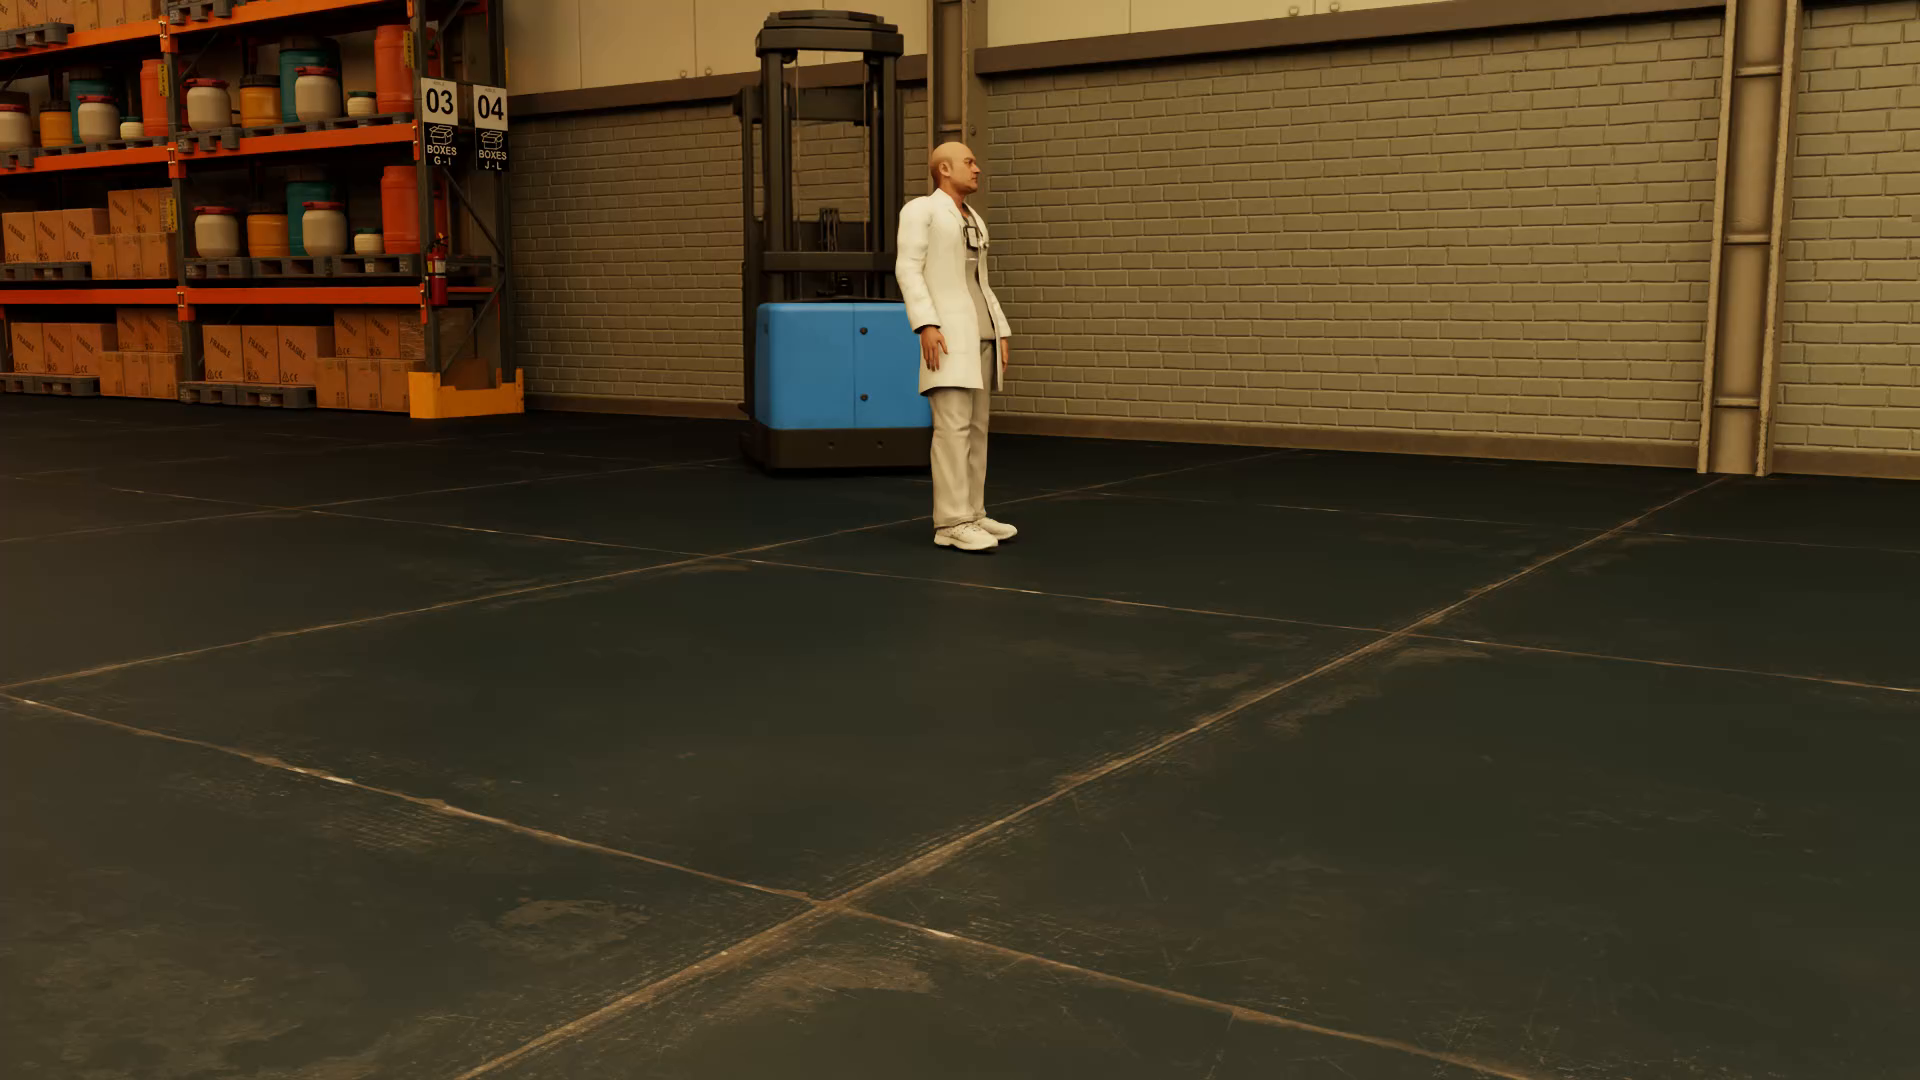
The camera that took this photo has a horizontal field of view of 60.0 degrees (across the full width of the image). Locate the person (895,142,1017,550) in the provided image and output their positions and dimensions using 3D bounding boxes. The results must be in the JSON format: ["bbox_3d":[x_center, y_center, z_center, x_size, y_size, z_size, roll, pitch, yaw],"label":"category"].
[{"bbox_3d":[0.072,-0.879,7.424,0.581,1.775,0.694,5,10,34],"label":"person"}]

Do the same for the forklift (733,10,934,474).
[{"bbox_3d":[-0.971,-2.036,11.509,1.130,2.935,3.031,-2,8,-12],"label":"forklift"}]
